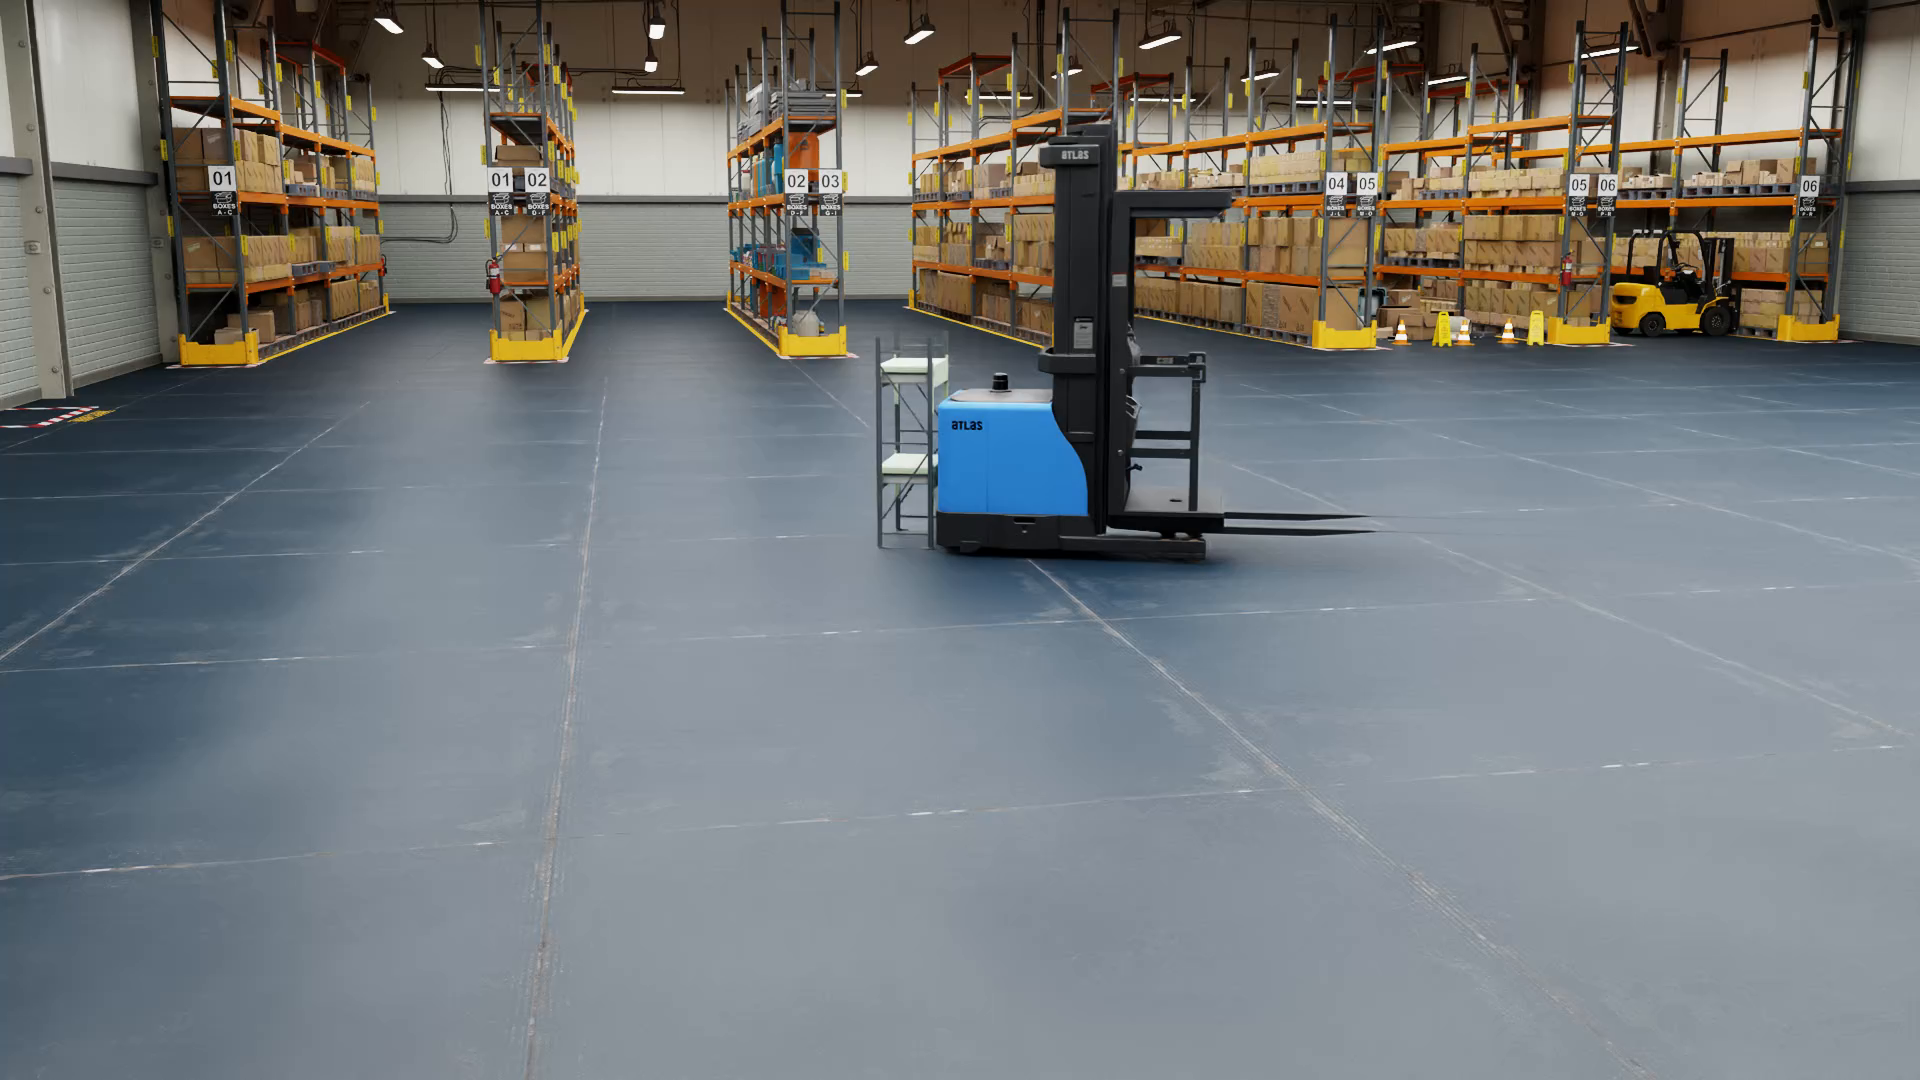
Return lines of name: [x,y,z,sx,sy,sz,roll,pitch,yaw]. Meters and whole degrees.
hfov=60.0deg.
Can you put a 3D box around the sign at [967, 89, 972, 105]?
sign: [0.211,-9.860,37.014,0.100,0.325,0.005,-2,11,-11]

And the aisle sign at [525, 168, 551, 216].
aisle sign: [-7.094,-5.847,27.940,0.394,0.787,0.004,-2,11,-11]

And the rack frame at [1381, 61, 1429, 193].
rack frame: [10.476,-9.705,39.119,1.000,3.000,0.127,-2,11,-11]

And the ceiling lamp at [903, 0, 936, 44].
ceiling lamp: [-0.554,-11.375,32.284,0.800,3.185,2.000,-2,11,-11]

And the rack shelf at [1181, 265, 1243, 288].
rack shelf: [6.029,-5.839,36.777,1.077,0.370,4.000,-2,11,-11]

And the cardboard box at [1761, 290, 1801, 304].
cardboard box: [16.504,-4.892,33.431,0.500,0.250,0.500,-2,11,-9]

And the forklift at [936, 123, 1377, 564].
forklift: [1.392,-1.384,11.629,3.031,2.935,1.130,2,11,8]

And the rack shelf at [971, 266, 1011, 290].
rack shelf: [1.144,-5.677,35.926,1.077,0.370,4.000,-2,11,-11]

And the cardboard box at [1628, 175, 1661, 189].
cardboard box: [15.593,-8.155,37.847,0.500,0.311,0.500,-3,11,-13]

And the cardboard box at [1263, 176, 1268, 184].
cardboard box: [6.303,-7.213,33.329,0.380,0.149,0.250,-2,11,-12]

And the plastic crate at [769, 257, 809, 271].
plastic crate: [-3.349,-5.353,32.463,0.767,0.338,0.504,-2,11,-11]

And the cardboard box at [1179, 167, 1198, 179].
cardboard box: [5.306,-8.523,38.615,0.396,0.266,0.258,-2,11,-11]

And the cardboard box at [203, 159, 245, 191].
cardboard box: [-12.085,-5.993,27.316,0.500,0.500,0.500,-2,11,-10]

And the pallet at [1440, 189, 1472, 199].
pallet: [11.238,-7.523,36.178,1.213,0.211,1.003,-2,11,-11]

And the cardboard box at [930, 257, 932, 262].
cardboard box: [-0.554,-7.193,42.639,0.380,0.149,0.250,-2,11,-10]

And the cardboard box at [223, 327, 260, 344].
cardboard box: [-12.423,-3.520,28.682,0.500,0.311,0.500,-1,11,-6]

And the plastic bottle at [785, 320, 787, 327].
plastic bottle: [-3.253,-4.004,31.299,0.061,0.283,0.133,-2,11,-11]

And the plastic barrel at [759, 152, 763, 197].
plastic barrel: [-3.765,-7.409,33.737,0.600,0.901,0.600,0,11,0]

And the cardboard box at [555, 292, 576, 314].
cardboard box: [-9.179,-5.497,38.562,0.500,0.500,0.500,-2,11,-10]

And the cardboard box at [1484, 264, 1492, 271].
cardboard box: [11.196,-5.693,34.755,0.380,0.149,0.250,-2,11,-9]

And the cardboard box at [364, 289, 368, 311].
cardboard box: [-14.739,-5.802,40.221,0.700,0.500,0.500,-2,11,-12]

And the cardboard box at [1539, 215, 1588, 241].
cardboard box: [11.718,-6.063,32.291,0.700,0.500,0.500,-2,11,-12]

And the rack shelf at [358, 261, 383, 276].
rack shelf: [-14.988,-6.604,40.796,1.077,0.370,4.000,-2,11,-11]

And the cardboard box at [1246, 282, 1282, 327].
cardboard box: [6.471,-4.870,34.322,0.875,0.875,0.875,-2,11,-10]

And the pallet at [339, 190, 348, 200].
pallet: [-14.373,-7.804,37.665,0.805,0.209,1.217,-3,11,-13]

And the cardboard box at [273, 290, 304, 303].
cardboard box: [-13.476,-4.883,33.330,0.500,0.250,0.500,-2,11,-11]

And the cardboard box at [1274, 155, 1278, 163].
cardboard box: [6.404,-7.510,32.760,0.380,0.149,0.250,-2,11,-11]

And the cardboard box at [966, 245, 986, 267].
cardboard box: [0.416,-6.528,38.205,0.500,0.500,0.500,-2,11,-9]

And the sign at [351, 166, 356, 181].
sign: [-14.069,-8.494,38.556,0.100,0.325,0.005,-2,11,-11]

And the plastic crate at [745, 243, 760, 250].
plastic crate: [-5.411,-7.677,44.253,0.616,0.435,0.499,-2,11,-11]

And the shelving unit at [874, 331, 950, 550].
shelving unit: [-0.339,-0.743,12.089,0.431,1.500,0.755,1,11,8]

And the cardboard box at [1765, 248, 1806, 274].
cardboard box: [16.546,-5.602,33.337,0.500,0.500,0.500,-2,11,-12]

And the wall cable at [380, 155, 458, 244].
wall cable: [-16.127,-9.796,47.904,3.097,2.526,0.112,-2,11,-11]

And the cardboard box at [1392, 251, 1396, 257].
cardboard box: [10.378,-6.721,39.036,0.380,0.149,0.250,-3,11,-15]

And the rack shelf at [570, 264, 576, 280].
rack shelf: [-9.352,-6.051,37.892,1.077,0.370,4.000,-2,11,-11]

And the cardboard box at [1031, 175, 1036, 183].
cardboard box: [1.584,-6.951,32.007,0.380,0.149,0.250,-2,11,-12]

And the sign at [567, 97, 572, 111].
sign: [-9.198,-10.277,39.200,0.100,0.325,0.005,-2,11,-11]

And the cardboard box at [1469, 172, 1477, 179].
cardboard box: [10.995,-7.696,35.128,0.380,0.149,0.250,-2,11,-12]

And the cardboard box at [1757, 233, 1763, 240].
cardboard box: [16.492,-6.183,33.863,0.380,0.149,0.250,-2,11,-11]

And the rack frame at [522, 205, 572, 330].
rack frame: [-8.963,-6.038,35.897,1.000,3.000,0.127,-2,11,-11]

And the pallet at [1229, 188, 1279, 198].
pallet: [6.191,-7.372,35.394,0.805,0.209,1.217,-3,11,-13]

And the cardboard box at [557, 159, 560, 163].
cardboard box: [-9.873,-8.873,39.829,0.700,0.500,0.500,-2,11,-11]

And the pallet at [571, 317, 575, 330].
pallet: [-9.071,-4.806,36.884,1.003,0.211,1.213,-2,11,-11]

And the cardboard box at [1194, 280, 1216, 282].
cardboard box: [5.743,-6.041,39.472,0.500,0.250,0.500,-3,11,-14]

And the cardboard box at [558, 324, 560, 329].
cardboard box: [-7.583,-3.808,30.411,0.500,0.250,0.500,-2,11,-11]

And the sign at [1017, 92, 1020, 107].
sign: [1.285,-9.864,37.244,0.100,0.325,0.005,-2,11,-11]

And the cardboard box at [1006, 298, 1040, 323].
cardboard box: [1.360,-4.854,35.183,0.700,0.500,0.500,-2,11,-11]

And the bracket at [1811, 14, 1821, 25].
bracket: [17.219,-10.411,33.200,0.235,0.232,0.430,-2,11,-11]

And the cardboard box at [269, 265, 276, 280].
cardboard box: [-12.353,-4.708,29.258,0.500,0.250,0.500,-2,11,-10]

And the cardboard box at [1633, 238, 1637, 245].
cardboard box: [15.603,-6.815,37.978,0.380,0.149,0.250,-2,11,-12]

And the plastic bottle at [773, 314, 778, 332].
plastic bottle: [-3.539,-4.201,32.153,0.144,0.351,0.185,-3,11,-13]

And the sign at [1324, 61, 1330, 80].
sign: [6.661,-8.520,30.182,0.100,0.325,0.005,-2,11,-11]

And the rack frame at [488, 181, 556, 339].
rack frame: [-7.407,-4.571,28.188,1.000,3.000,0.127,-2,11,-11]

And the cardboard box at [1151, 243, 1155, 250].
cardboard box: [4.844,-7.099,40.224,0.380,0.149,0.250,-2,11,-10]

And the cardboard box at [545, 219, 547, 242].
cardboard box: [-7.603,-5.449,29.067,0.700,0.500,0.500,-2,11,-12]

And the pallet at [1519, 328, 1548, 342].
pallet: [11.893,-4.085,33.094,1.003,0.211,1.213,-2,11,-11]

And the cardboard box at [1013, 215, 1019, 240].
cardboard box: [1.371,-6.259,33.319,0.500,0.500,0.500,-2,11,-11]

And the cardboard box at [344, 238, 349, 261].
cardboard box: [-14.064,-6.535,37.390,0.500,0.500,0.500,-2,11,-11]
